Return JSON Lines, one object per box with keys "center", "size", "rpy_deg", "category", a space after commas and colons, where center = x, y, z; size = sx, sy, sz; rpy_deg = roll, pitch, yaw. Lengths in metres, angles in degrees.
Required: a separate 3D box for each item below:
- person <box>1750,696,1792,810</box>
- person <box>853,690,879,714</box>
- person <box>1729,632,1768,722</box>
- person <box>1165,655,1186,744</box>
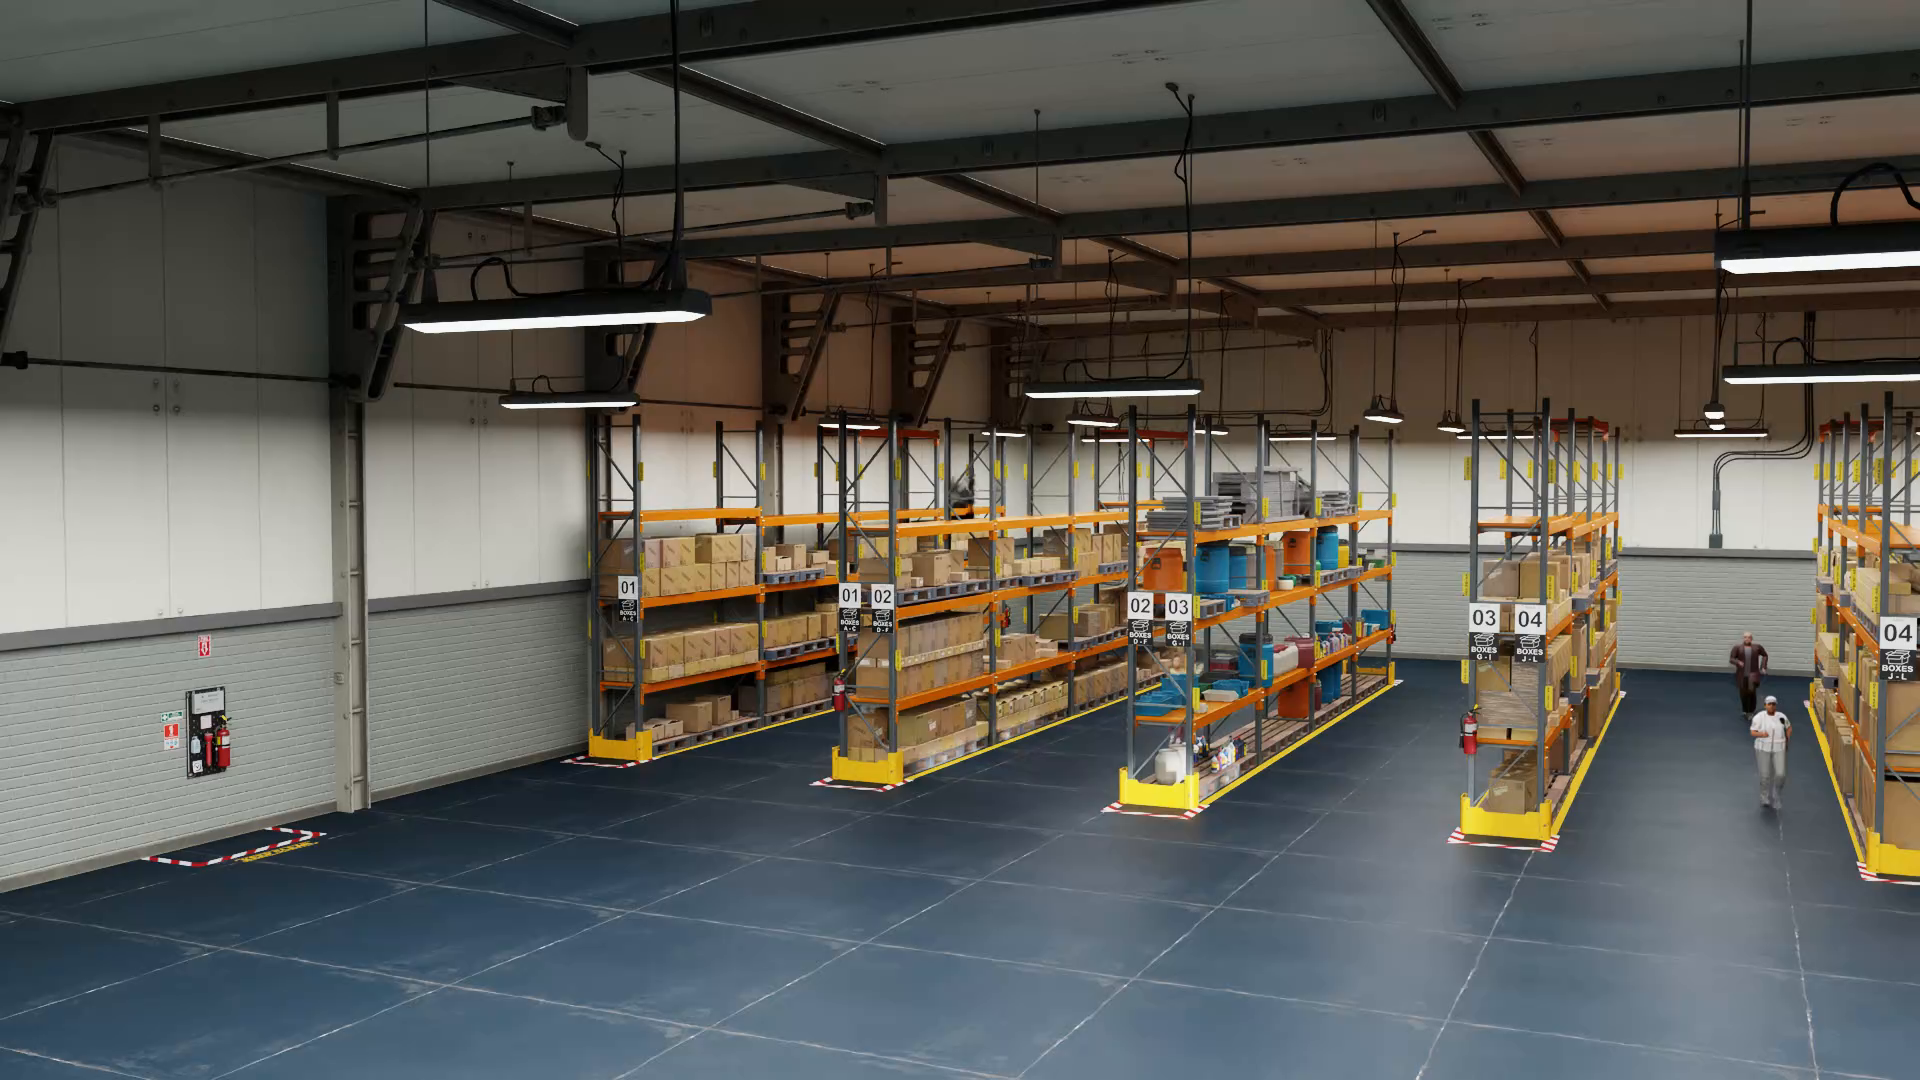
{"center": [12.056, 3.166, 24.702], "size": [0.585, 1.695, 0.661], "rpy_deg": [1, 2, 19], "category": "person"}
{"center": [-1.621, 2.885, 30.316], "size": [0.661, 1.731, 0.629], "rpy_deg": [1, 3, 25], "category": "person"}
{"center": [15.837, 2.747, 33.439], "size": [0.668, 1.807, 0.877], "rpy_deg": [1, 3, 32], "category": "person"}
{"center": [3.946, 2.914, 30.359], "size": [0.560, 1.639, 0.628], "rpy_deg": [1, 2, 20], "category": "person"}
